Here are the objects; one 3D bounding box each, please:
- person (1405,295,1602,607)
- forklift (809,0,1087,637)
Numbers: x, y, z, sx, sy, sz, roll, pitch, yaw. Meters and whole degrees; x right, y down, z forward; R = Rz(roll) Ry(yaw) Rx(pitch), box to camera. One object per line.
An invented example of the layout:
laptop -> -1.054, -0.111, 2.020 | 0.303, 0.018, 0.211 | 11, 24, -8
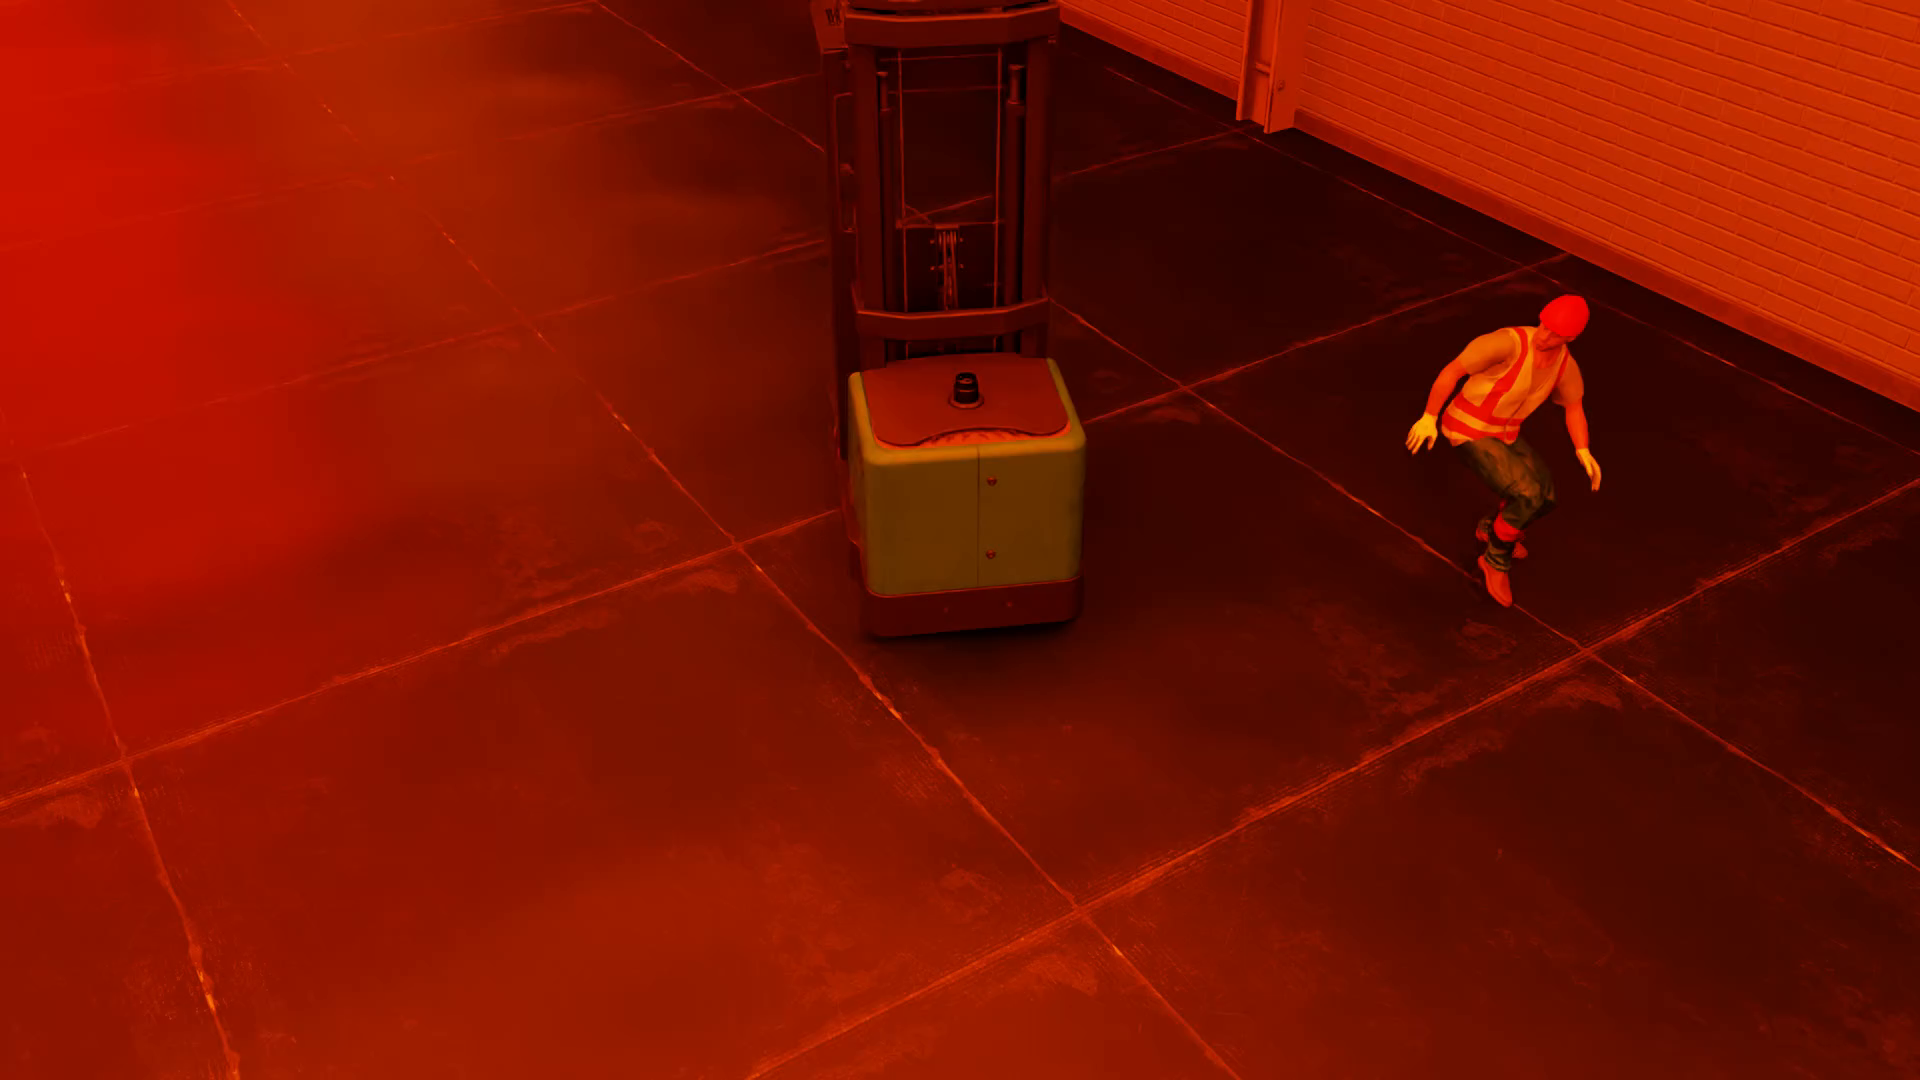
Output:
person -> 2.677, -0.461, 8.038 | 0.789, 1.551, 0.739 | -21, 40, -27
forklift -> -0.136, -1.575, 8.390 | 1.130, 2.935, 3.031 | -5, 35, -7
